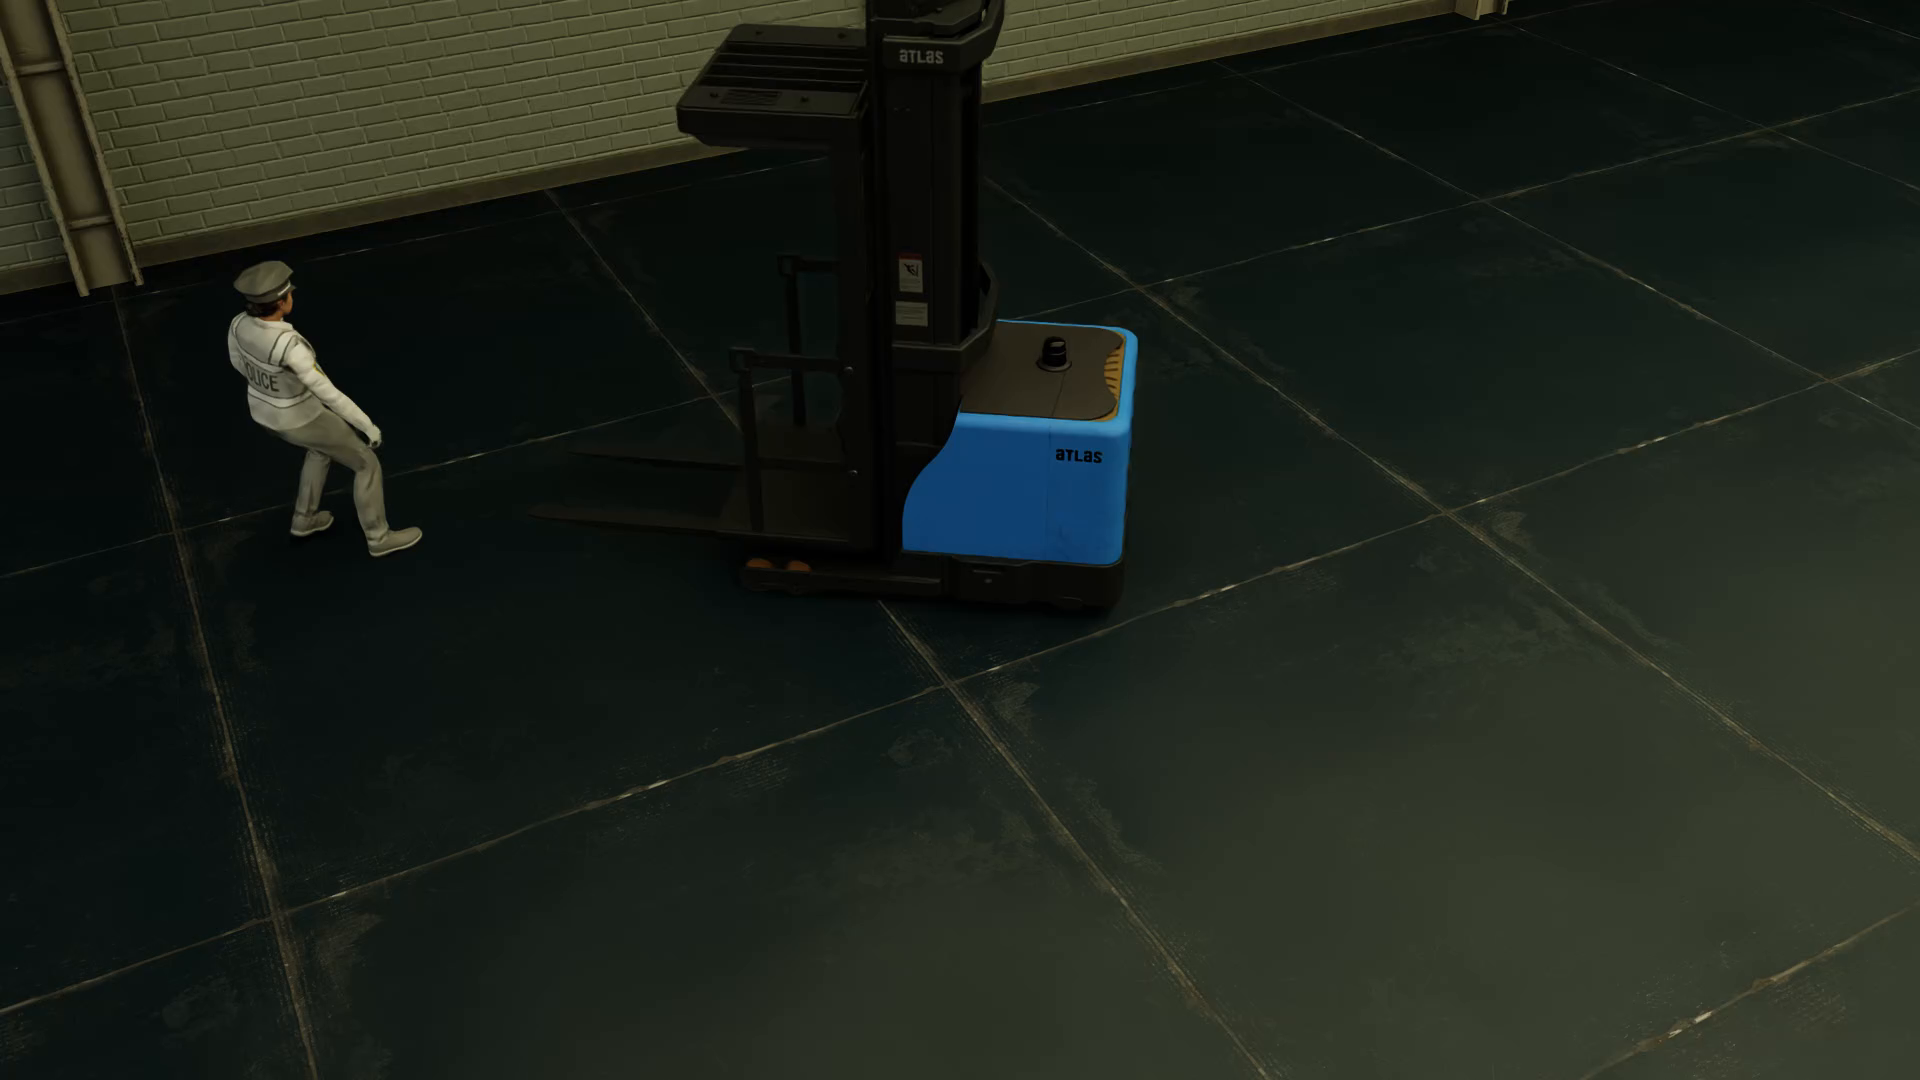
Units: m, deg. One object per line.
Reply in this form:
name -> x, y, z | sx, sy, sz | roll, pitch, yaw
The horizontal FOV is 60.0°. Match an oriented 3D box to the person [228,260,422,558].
person -> -3.185, -0.650, 8.197 | 0.708, 1.588, 0.480 | 21, 40, 26

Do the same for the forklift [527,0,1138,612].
forklift -> -0.659, -1.222, 7.851 | 3.031, 2.935, 1.130 | 4, 35, 6
